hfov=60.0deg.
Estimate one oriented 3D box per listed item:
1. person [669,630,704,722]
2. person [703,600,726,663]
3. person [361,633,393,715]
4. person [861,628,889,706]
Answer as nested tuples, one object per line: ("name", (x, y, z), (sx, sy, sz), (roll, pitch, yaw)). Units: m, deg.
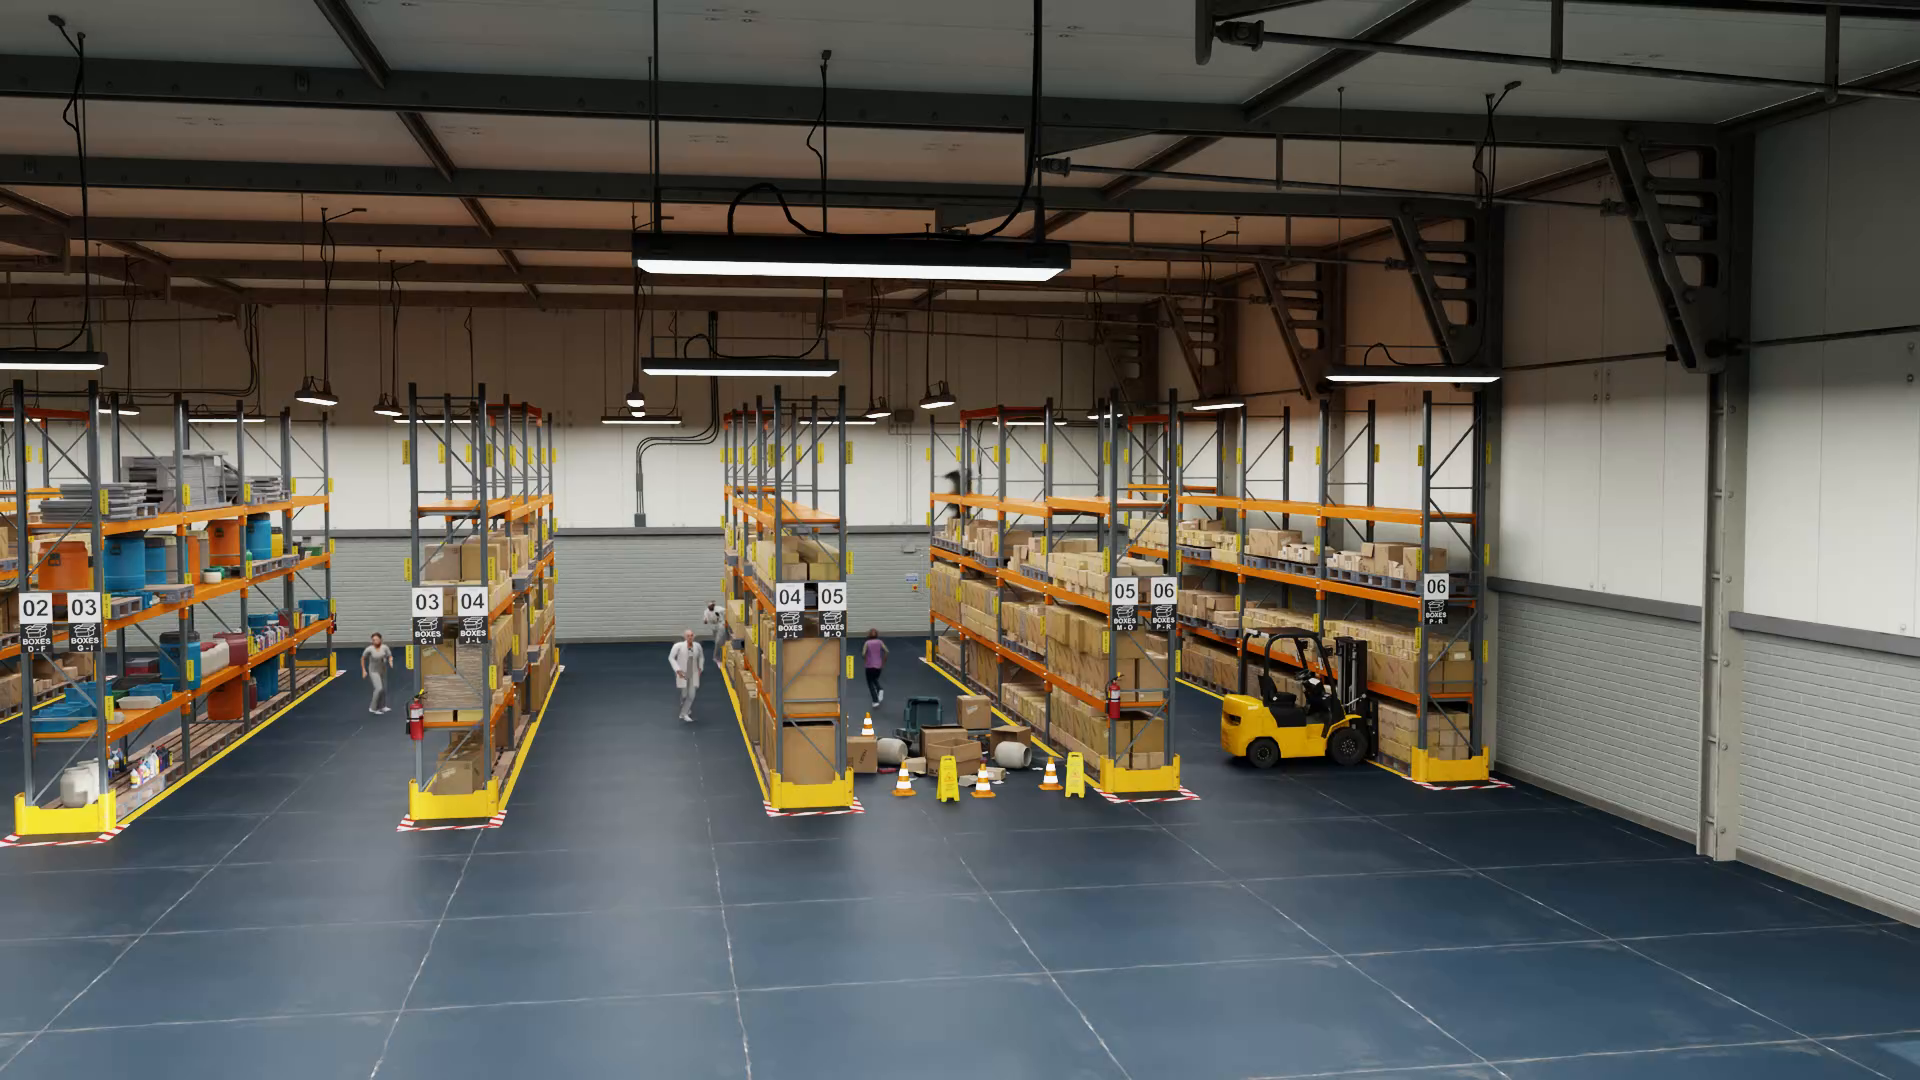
("person", (-5.180, 2.554, 31.510), (0.705, 1.731, 0.585), (-1, 3, -21))
("person", (-5.904, 2.205, 40.593), (0.581, 1.545, 1.047), (1, 3, 22))
("person", (-11.255, 2.596, 32.266), (0.780, 1.628, 0.579), (2, 4, 37))
("person", (-1.728, 2.542, 33.275), (0.531, 1.566, 0.534), (-1, 3, -21))
